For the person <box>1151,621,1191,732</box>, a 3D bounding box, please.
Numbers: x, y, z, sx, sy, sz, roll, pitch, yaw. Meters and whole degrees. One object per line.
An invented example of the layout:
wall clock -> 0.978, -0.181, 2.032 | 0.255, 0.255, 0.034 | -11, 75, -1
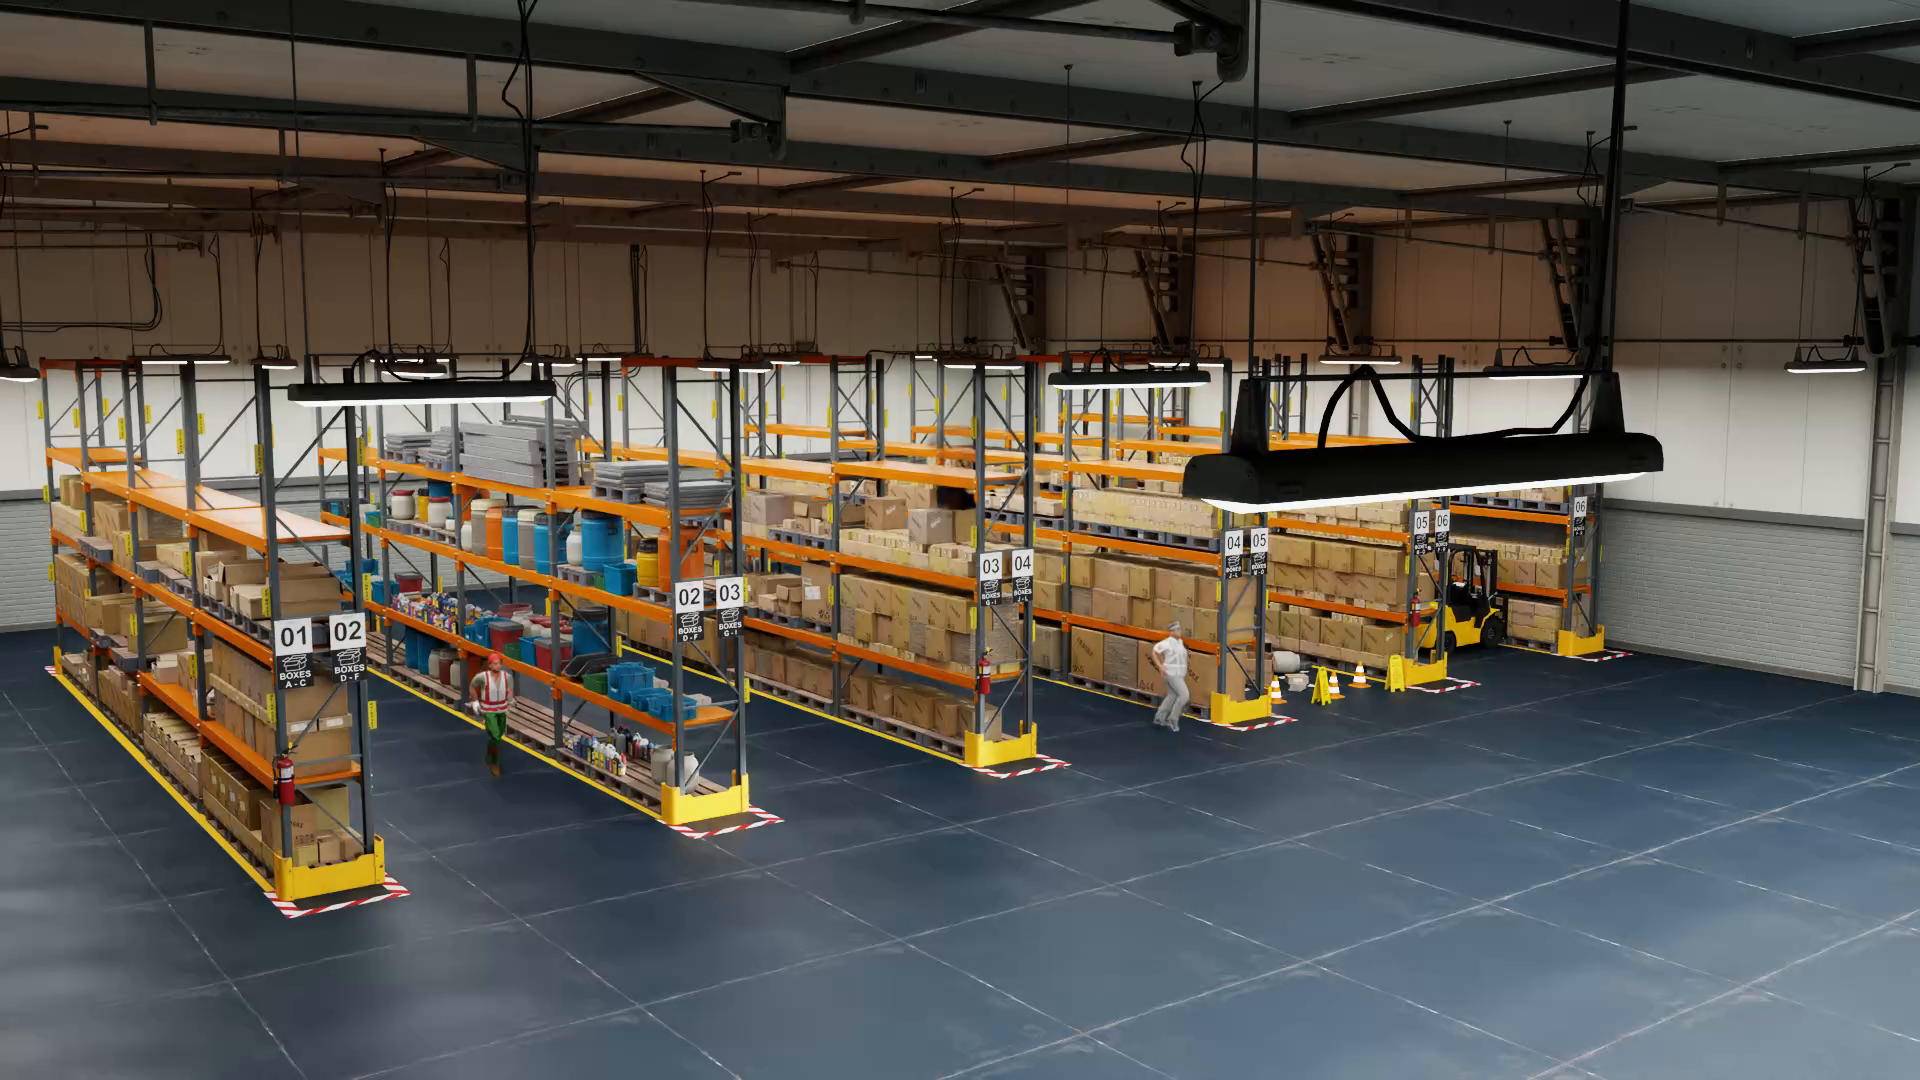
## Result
person -> 3.494, 2.228, 27.156 | 0.646, 1.834, 0.665 | 3, 8, 25

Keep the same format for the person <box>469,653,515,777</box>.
person -> -6.815, 2.541, 24.380 | 0.570, 1.808, 0.862 | -6, 9, -41

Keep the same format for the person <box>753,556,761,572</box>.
person -> -4.936, 0.460, 41.676 | 0.831, 1.742, 0.705 | -6, 9, -39
